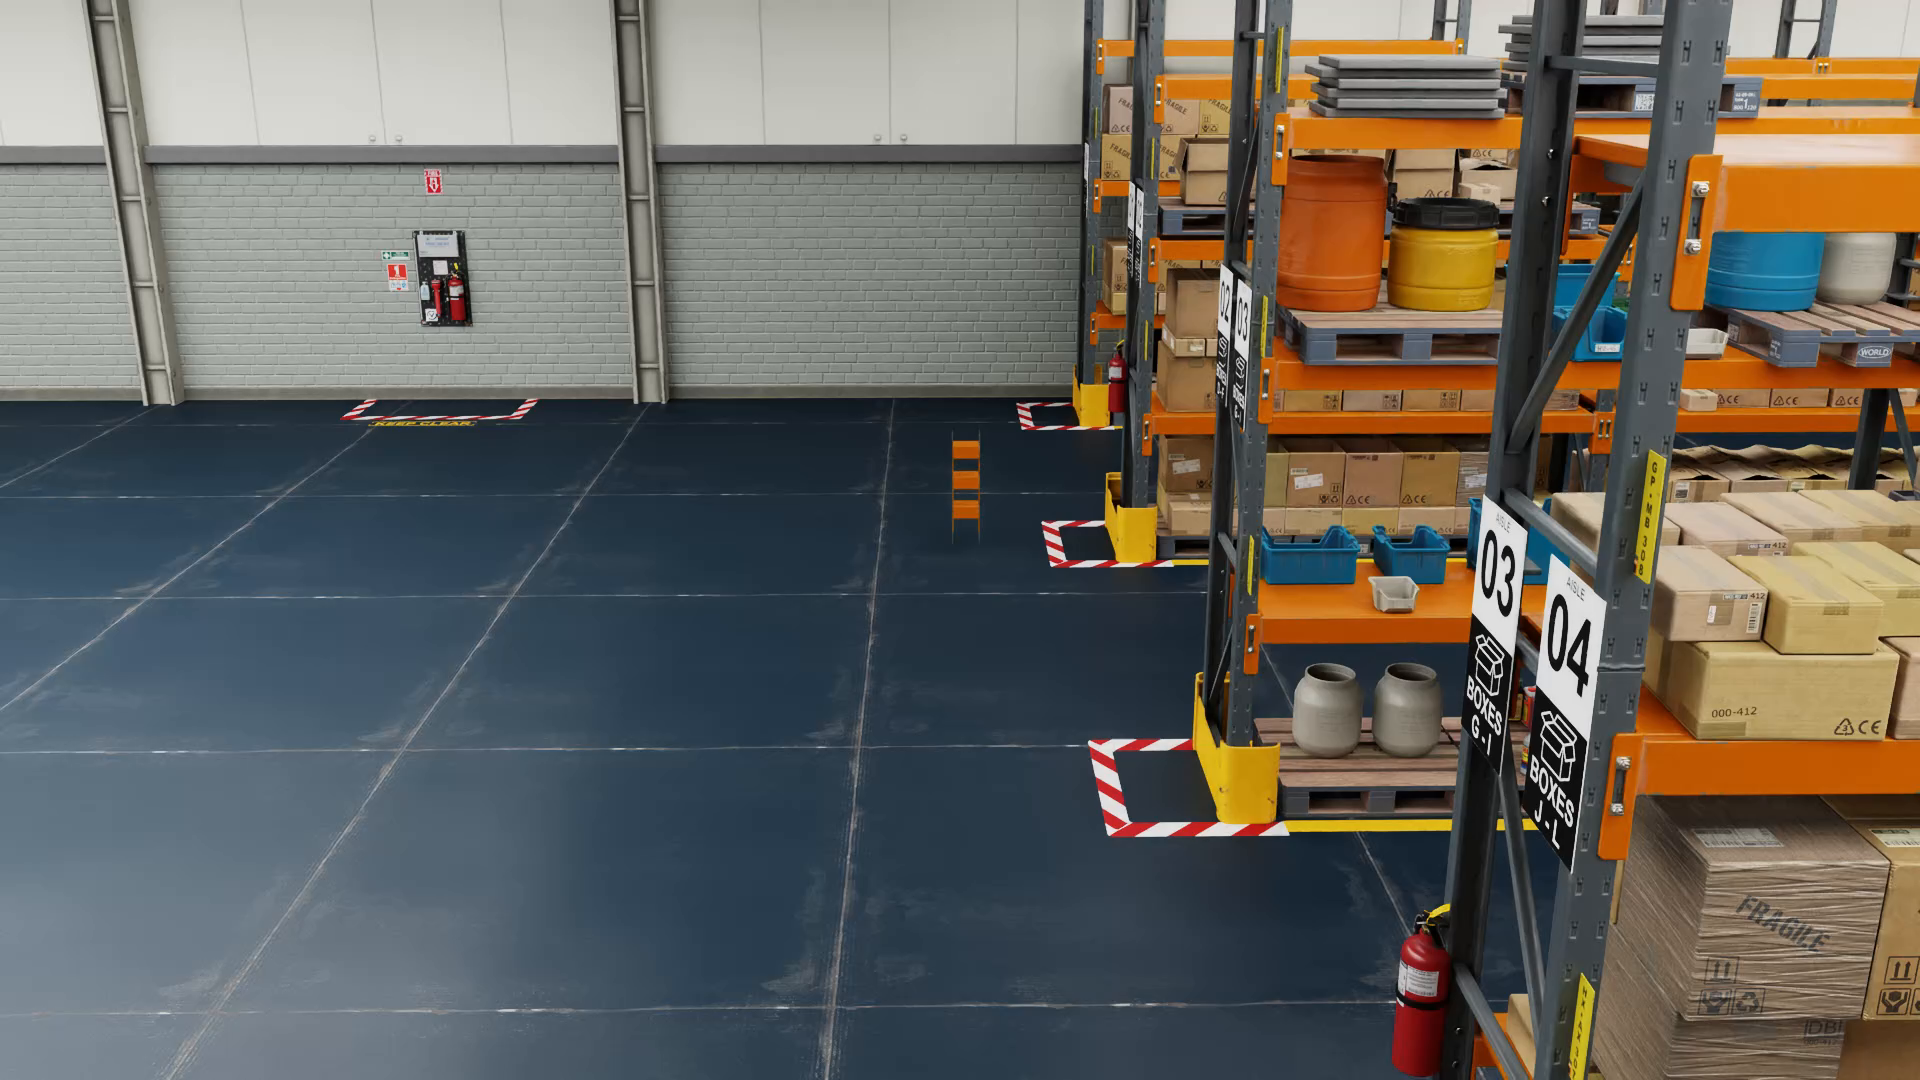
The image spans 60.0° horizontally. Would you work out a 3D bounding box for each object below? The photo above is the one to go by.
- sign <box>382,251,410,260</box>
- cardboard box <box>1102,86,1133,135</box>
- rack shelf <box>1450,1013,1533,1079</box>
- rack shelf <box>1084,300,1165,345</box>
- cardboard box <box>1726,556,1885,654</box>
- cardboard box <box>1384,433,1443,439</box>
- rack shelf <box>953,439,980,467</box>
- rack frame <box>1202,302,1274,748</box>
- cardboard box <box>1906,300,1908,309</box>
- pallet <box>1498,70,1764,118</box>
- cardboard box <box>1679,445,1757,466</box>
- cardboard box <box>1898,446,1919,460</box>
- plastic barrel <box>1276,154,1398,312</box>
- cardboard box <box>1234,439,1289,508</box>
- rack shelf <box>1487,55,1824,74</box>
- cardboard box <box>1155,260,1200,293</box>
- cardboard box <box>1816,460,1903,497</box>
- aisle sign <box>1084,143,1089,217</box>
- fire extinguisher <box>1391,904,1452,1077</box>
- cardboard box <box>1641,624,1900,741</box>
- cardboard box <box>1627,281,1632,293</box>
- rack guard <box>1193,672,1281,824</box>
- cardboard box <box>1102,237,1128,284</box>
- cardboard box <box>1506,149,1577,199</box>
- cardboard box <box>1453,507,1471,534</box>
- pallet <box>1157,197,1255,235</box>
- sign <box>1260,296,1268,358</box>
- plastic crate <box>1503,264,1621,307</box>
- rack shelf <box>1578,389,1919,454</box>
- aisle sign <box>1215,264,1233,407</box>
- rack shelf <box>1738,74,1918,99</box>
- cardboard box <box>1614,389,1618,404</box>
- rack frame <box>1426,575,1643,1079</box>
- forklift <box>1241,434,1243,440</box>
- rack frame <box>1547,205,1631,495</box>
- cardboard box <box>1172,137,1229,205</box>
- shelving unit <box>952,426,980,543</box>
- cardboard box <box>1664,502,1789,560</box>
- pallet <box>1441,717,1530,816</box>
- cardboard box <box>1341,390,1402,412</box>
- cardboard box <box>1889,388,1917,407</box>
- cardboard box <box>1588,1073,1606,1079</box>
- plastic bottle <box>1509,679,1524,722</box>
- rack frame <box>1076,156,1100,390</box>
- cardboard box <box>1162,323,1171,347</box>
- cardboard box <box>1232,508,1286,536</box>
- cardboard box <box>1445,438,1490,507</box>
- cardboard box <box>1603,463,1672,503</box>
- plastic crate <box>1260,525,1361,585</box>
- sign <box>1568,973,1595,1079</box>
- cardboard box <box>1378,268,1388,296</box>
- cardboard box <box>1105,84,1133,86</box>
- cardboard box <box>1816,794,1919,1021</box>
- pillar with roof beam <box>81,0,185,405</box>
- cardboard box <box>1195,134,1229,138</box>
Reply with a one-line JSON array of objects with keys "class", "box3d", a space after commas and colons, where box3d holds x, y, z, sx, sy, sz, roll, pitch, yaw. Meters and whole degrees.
[{"class": "sign", "box3d": [-6.846, -3.452, 20.173, 0.331, 0.109, 0.001, 0, 18, -1]}, {"class": "cardboard box", "box3d": [1.877, -4.807, 18.581, 0.500, 0.500, 0.500, -2, 18, -5]}, {"class": "rack shelf", "box3d": [3.722, 1.954, 5.427, 4.000, 0.370, 1.077, 0, 18, -1]}, {"class": "rack shelf", "box3d": [3.488, -2.585, 19.575, 4.000, 0.370, 1.077, 0, 18, -1]}, {"class": "cardboard box", "box3d": [2.262, 0.172, 4.487, 0.250, 0.149, 0.380, 0, 18, 0]}, {"class": "cardboard box", "box3d": [4.101, -0.761, 15.296, 0.500, 0.500, 0.500, 0, 18, -1]}, {"class": "rack shelf", "box3d": [0.053, -0.760, 15.007, 0.240, 0.259, 0.215, 0, 18, -1]}, {"class": "rack frame", "box3d": [1.644, 0.108, 10.003, 0.127, 3.000, 1.000, 0, 18, -1]}, {"class": "cardboard box", "box3d": [10.848, -2.794, 19.427, 0.250, 0.149, 0.380, 0, 18, 0]}, {"class": "pallet", "box3d": [3.597, -2.468, 9.177, 1.213, 0.211, 1.003, 0, 18, -1]}, {"class": "cardboard box", "box3d": [6.989, -0.678, 15.347, 0.500, 0.311, 0.500, 0, 18, -1]}, {"class": "cardboard box", "box3d": [9.041, -0.688, 15.381, 0.500, 0.311, 0.500, 0, 18, 1]}, {"class": "plastic barrel", "box3d": [2.128, -1.766, 9.543, 0.708, 0.830, 0.600, 0, 18, -1]}, {"class": "cardboard box", "box3d": [2.610, -0.590, 14.766, 0.500, 0.500, 0.500, 0, 18, -1]}, {"class": "rack shelf", "box3d": [7.487, -5.270, 18.780, 4.000, 0.370, 1.077, 0, 18, -1]}, {"class": "cardboard box", "box3d": [2.464, -3.123, 19.060, 0.500, 0.500, 0.500, 0, 18, -1]}, {"class": "cardboard box", "box3d": [8.025, -0.517, 14.848, 0.500, 0.311, 0.500, 0, 18, -1]}, {"class": "aisle sign", "box3d": [1.421, -4.064, 18.751, 0.004, 0.787, 0.394, 0, 18, -1]}, {"class": "fire extinguisher", "box3d": [1.601, 1.517, 5.736, 0.183, 0.674, 0.296, 0, 18, -1]}, {"class": "cardboard box", "box3d": [2.208, 0.340, 4.613, 0.500, 0.250, 0.500, 0, 18, 1]}, {"class": "cardboard box", "box3d": [7.772, -3.195, 19.417, 0.500, 0.500, 0.700, 0, 18, -1]}, {"class": "rack guard", "box3d": [1.720, 1.283, 10.431, 0.348, 0.500, 1.175, 0, 18, -1]}, {"class": "cardboard box", "box3d": [1.956, -3.280, 19.550, 0.500, 0.500, 0.500, 0, 18, -1]}, {"class": "cardboard box", "box3d": [5.062, -3.245, 14.464, 0.500, 0.500, 0.500, 1, 18, 4]}, {"class": "cardboard box", "box3d": [4.609, -0.247, 14.922, 0.500, 0.250, 0.500, 0, 18, -1]}, {"class": "pallet", "box3d": [2.277, -2.787, 14.260, 1.213, 0.211, 1.003, 0, 18, -1]}, {"class": "sign", "box3d": [1.649, -1.157, 9.019, 0.005, 0.325, 0.100, 0, 18, -1]}, {"class": "plastic crate", "box3d": [3.546, -1.414, 9.862, 0.575, 0.384, 0.392, 0, 18, -1]}, {"class": "rack shelf", "box3d": [7.569, -1.091, 14.919, 4.000, 0.370, 1.077, 0, 18, -1]}, {"class": "aisle sign", "box3d": [1.568, -1.220, 9.888, 0.004, 0.787, 0.394, 0, 18, -1]}, {"class": "rack shelf", "box3d": [7.569, -3.757, 14.064, 4.000, 0.370, 1.077, 0, 18, -1]}, {"class": "cardboard box", "box3d": [6.061, -1.369, 14.851, 0.500, 0.250, 0.500, 1, 18, 3]}, {"class": "rack frame", "box3d": [1.723, 1.621, 5.287, 0.127, 3.000, 1.000, 0, 18, -1]}, {"class": "forklift", "box3d": [3.873, -2.120, 17.062, 3.031, 2.935, 1.130, -1, 18, -2]}, {"class": "rack frame", "box3d": [5.569, -1.424, 14.779, 0.127, 3.000, 1.000, 0, 18, -1]}, {"class": "cardboard box", "box3d": [2.145, -3.151, 14.164, 0.637, 0.503, 0.797, 1, 18, 3]}, {"class": "shelving unit", "box3d": [0.053, -0.500, 15.090, 0.252, 1.050, 0.215, 0, 18, -1]}, {"class": "cardboard box", "box3d": [2.257, 0.012, 4.985, 0.250, 0.149, 0.380, -1, 18, -3]}, {"class": "pallet", "box3d": [3.749, 1.414, 10.497, 1.213, 0.211, 1.003, 0, 18, -1]}, {"class": "cardboard box", "box3d": [3.585, -1.459, 14.724, 0.500, 0.500, 0.700, 0, 18, 1]}, {"class": "cardboard box", "box3d": [8.295, -1.301, 14.805, 0.250, 0.149, 0.380, 1, 18, 3]}, {"class": "cardboard box", "box3d": [2.011, 1.812, 5.103, 0.250, 0.149, 0.380, 0, 18, -1]}, {"class": "plastic bottle", "box3d": [3.590, 1.043, 10.815, 0.133, 0.283, 0.061, 0, 18, 0]}, {"class": "rack frame", "box3d": [1.488, -2.918, 19.435, 0.127, 3.000, 1.000, 0, 18, -1]}, {"class": "cardboard box", "box3d": [1.949, -1.821, 14.792, 0.250, 0.149, 0.380, -1, 18, -2]}, {"class": "cardboard box", "box3d": [2.610, -0.234, 14.882, 0.500, 0.250, 0.500, 0, 18, -1]}, {"class": "cardboard box", "box3d": [4.609, -0.604, 14.809, 0.500, 0.500, 0.500, 0, 18, -1]}, {"class": "cardboard box", "box3d": [5.987, -0.508, 14.818, 0.500, 0.311, 0.500, 0, 18, -1]}, {"class": "plastic crate", "box3d": [2.140, 0.085, 10.318, 0.616, 0.251, 0.499, 0, 18, -1]}, {"class": "sign", "box3d": [1.731, 1.374, 4.638, 0.005, 0.325, 0.100, 0, 18, -1]}, {"class": "cardboard box", "box3d": [3.620, -2.078, 14.530, 0.500, 0.500, 0.700, 0, 18, -1]}, {"class": "cardboard box", "box3d": [1.915, -4.961, 19.061, 0.500, 0.500, 0.500, 1, 18, 2]}, {"class": "cardboard box", "box3d": [2.777, 1.036, 4.823, 0.500, 0.500, 0.500, 0, 18, -1]}, {"class": "pillar with roof beam", "box3d": [-9.756, -4.669, 15.074, 0.400, 9.000, 9.100, 0, 18, -1]}, {"class": "cardboard box", "box3d": [2.883, -4.324, 18.711, 0.500, 0.500, 0.500, 1, 18, 2]}]
